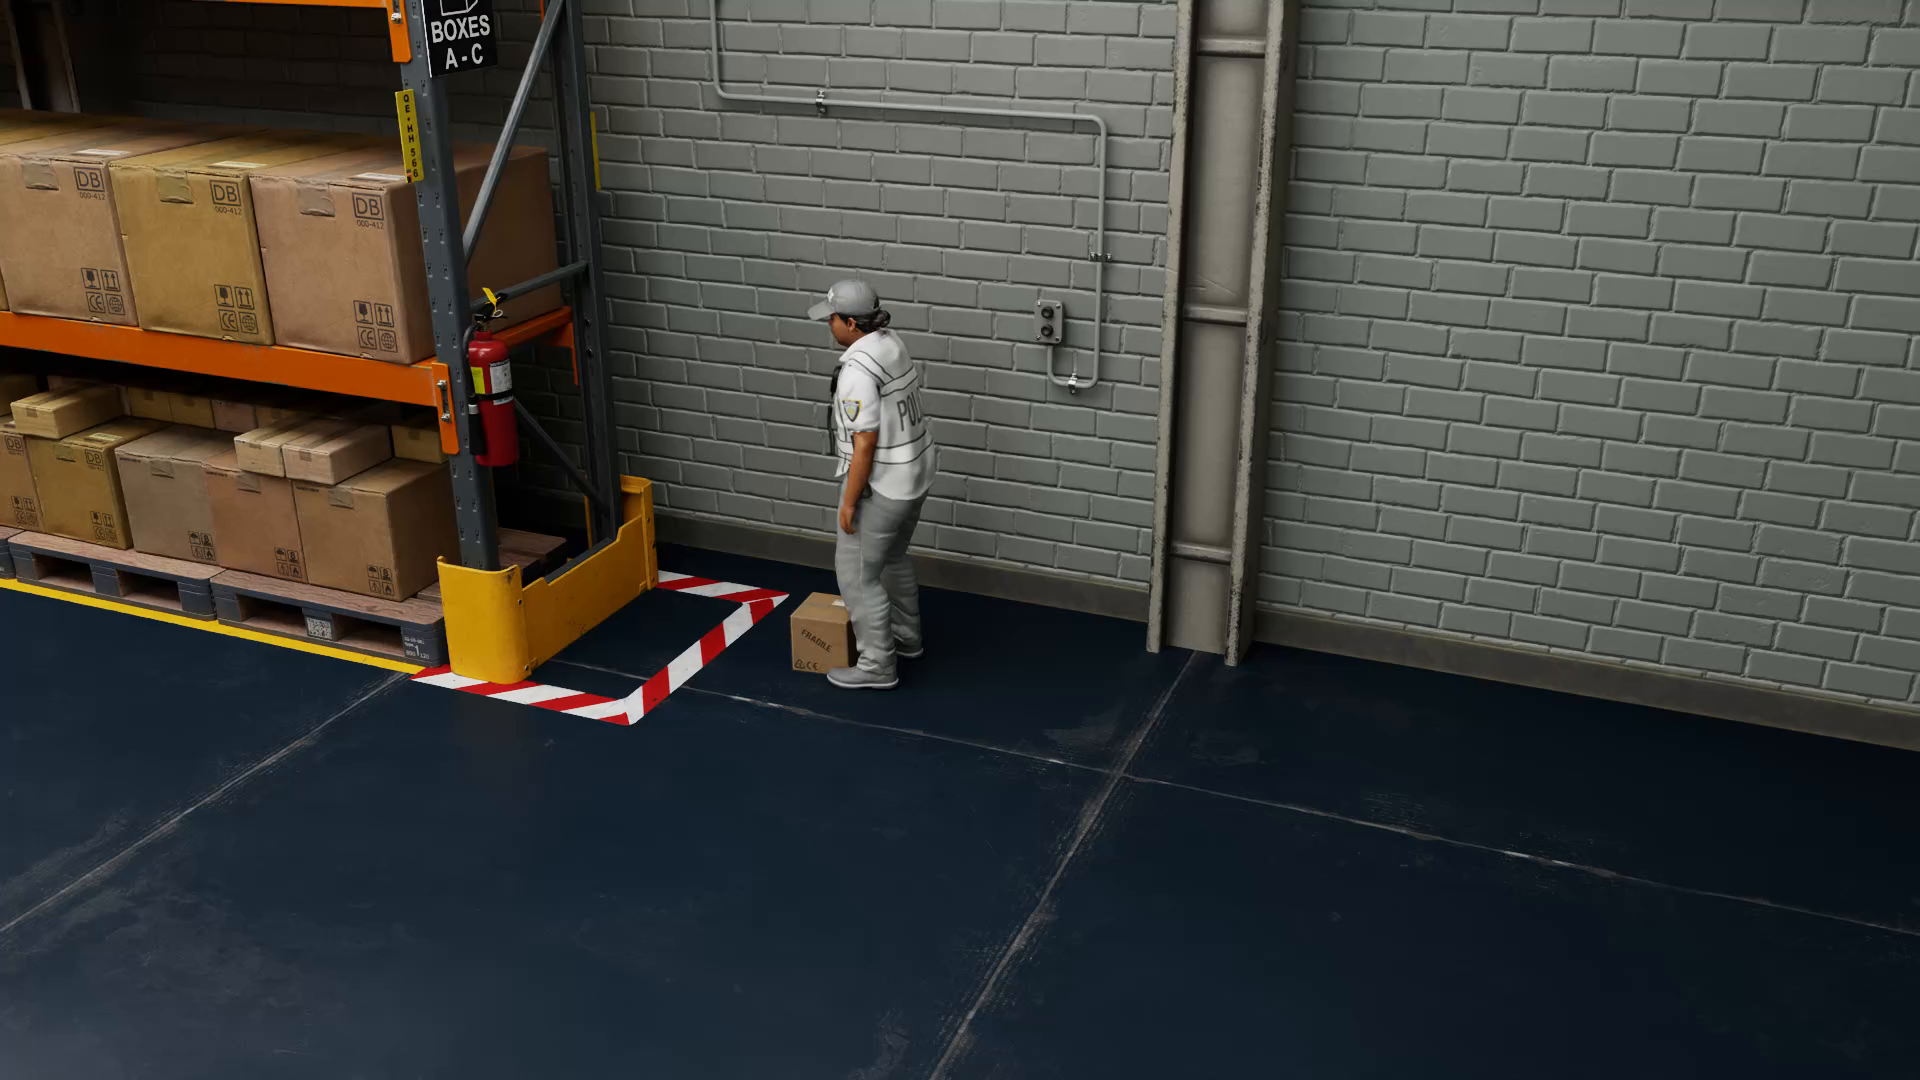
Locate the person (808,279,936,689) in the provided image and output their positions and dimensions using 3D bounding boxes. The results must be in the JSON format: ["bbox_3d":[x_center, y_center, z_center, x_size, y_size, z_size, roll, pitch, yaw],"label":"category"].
[{"bbox_3d":[-0.344,-0.225,6.627,0.466,1.666,0.564,7,24,17],"label":"person"}]
